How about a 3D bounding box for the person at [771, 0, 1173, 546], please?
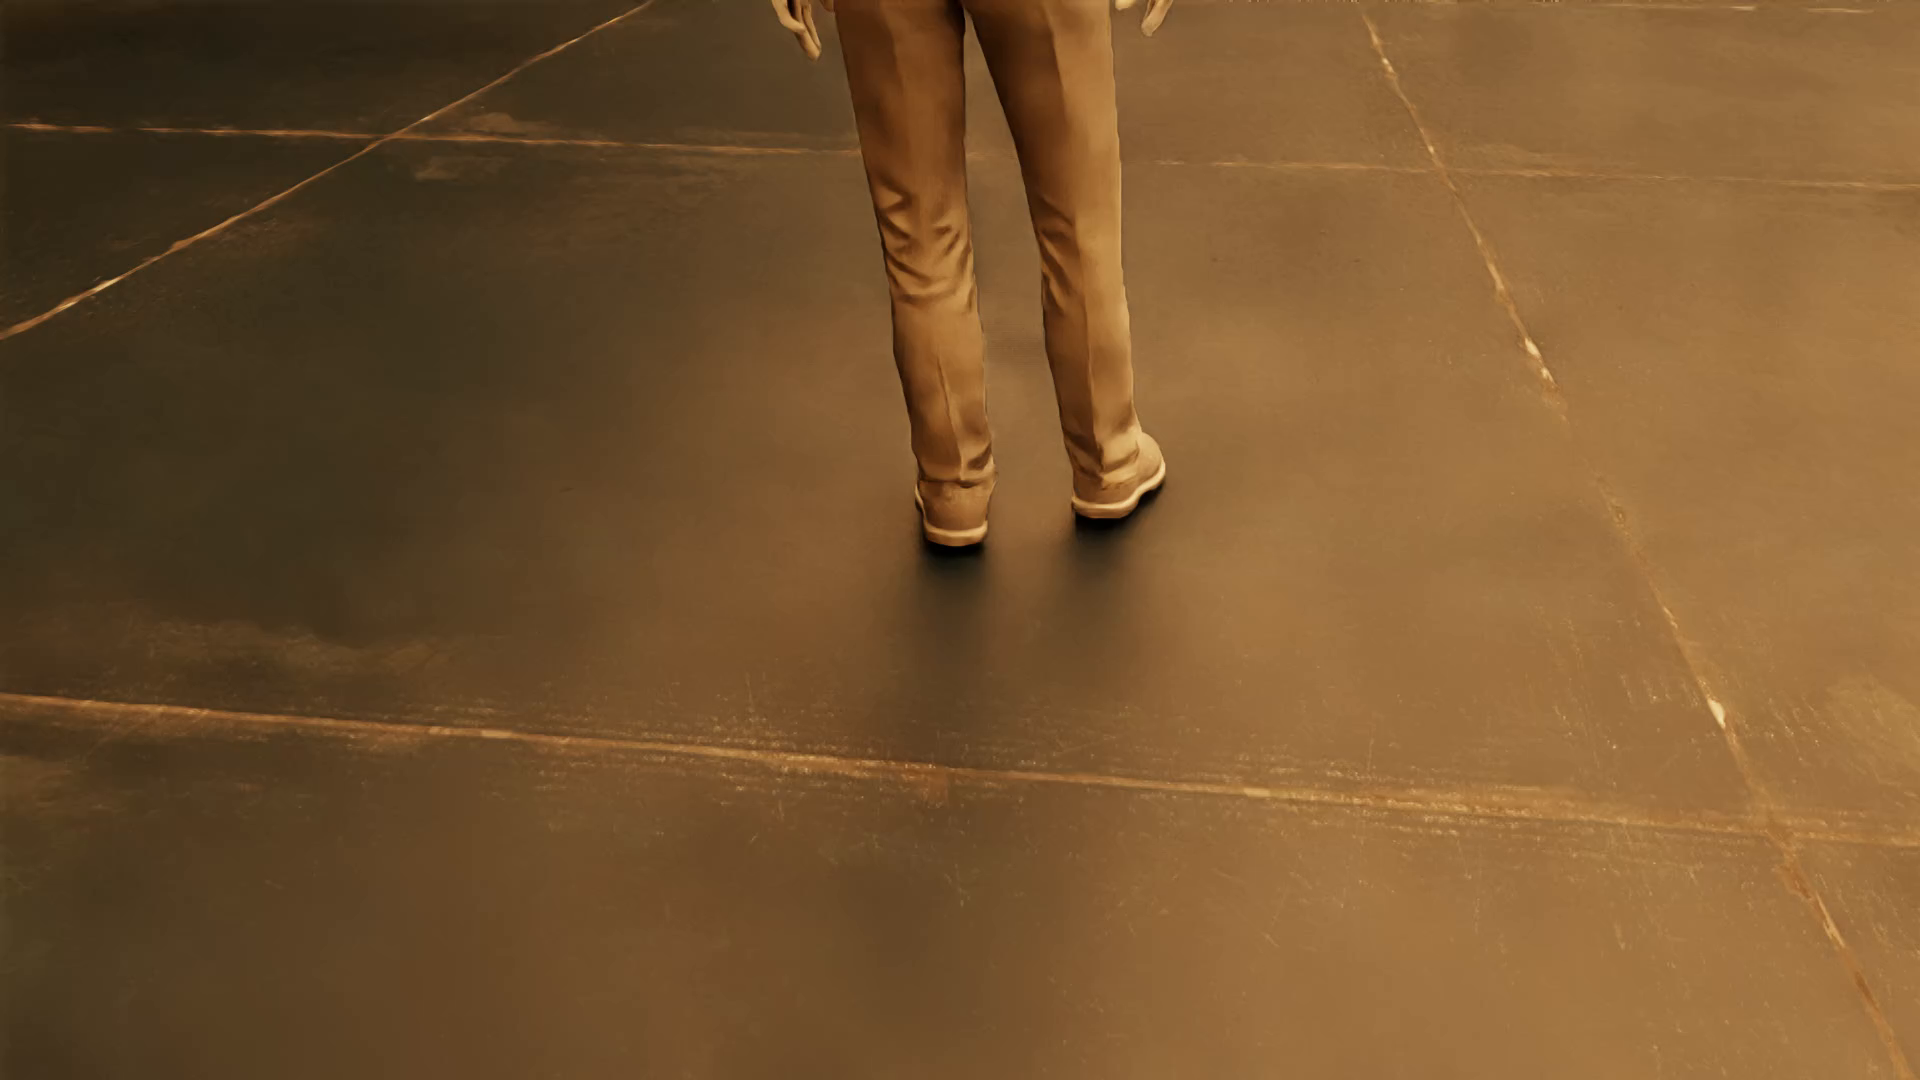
[{"bbox_3d":[0.016,-0.795,2.178,0.586,1.695,0.533,3,27,7],"label":"person"}]
